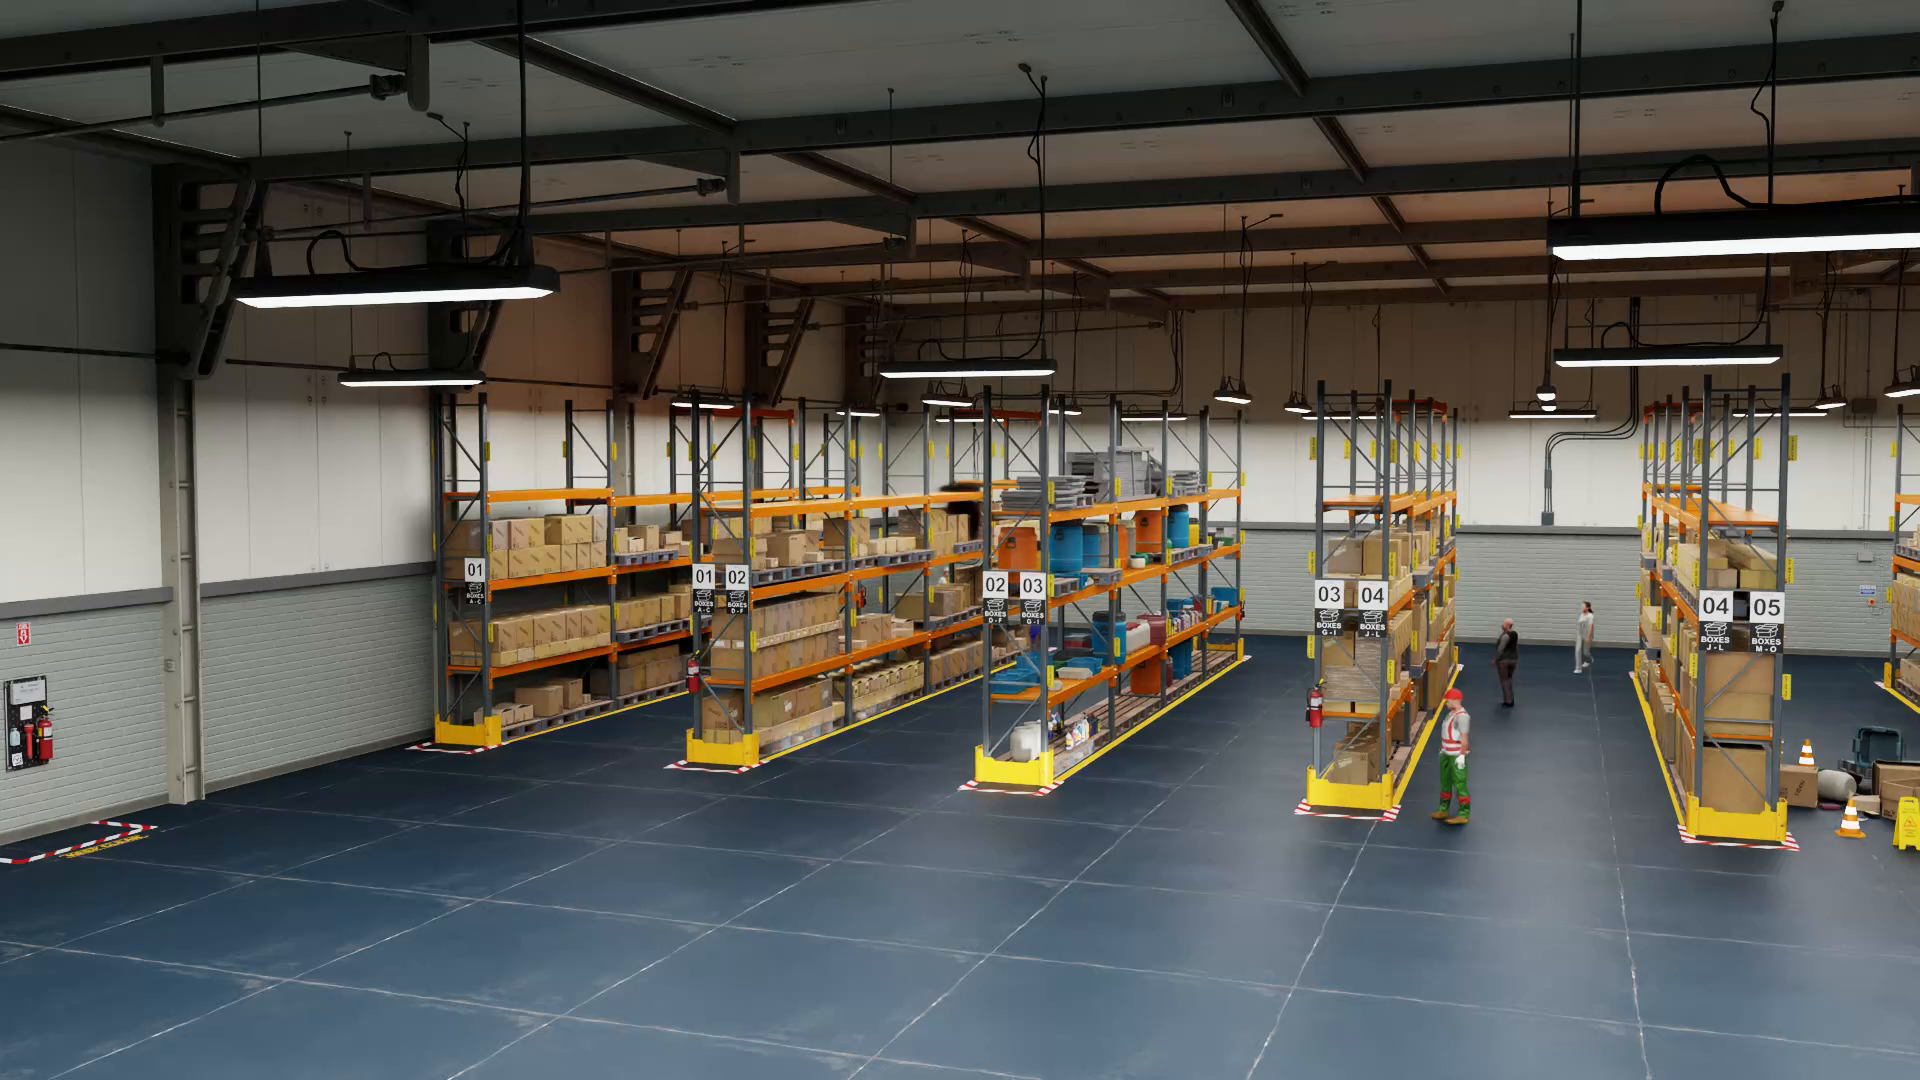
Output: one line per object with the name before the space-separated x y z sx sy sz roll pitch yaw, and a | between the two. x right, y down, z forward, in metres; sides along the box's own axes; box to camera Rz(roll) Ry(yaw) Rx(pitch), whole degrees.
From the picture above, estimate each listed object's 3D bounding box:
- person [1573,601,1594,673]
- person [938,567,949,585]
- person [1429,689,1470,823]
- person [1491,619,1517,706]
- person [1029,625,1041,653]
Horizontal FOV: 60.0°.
person | 14.138 2.187 37.506 0.756 1.628 0.488 -3 4 -41
person | -0.414 1.636 46.490 0.798 1.757 0.609 2 3 26
person | 6.631 2.902 22.502 0.452 1.781 0.608 -1 3 -14
person | 10.713 2.431 32.645 0.578 1.790 0.551 -1 3 -15
person | 1.620 2.255 34.298 0.377 1.682 0.546 1 3 14
